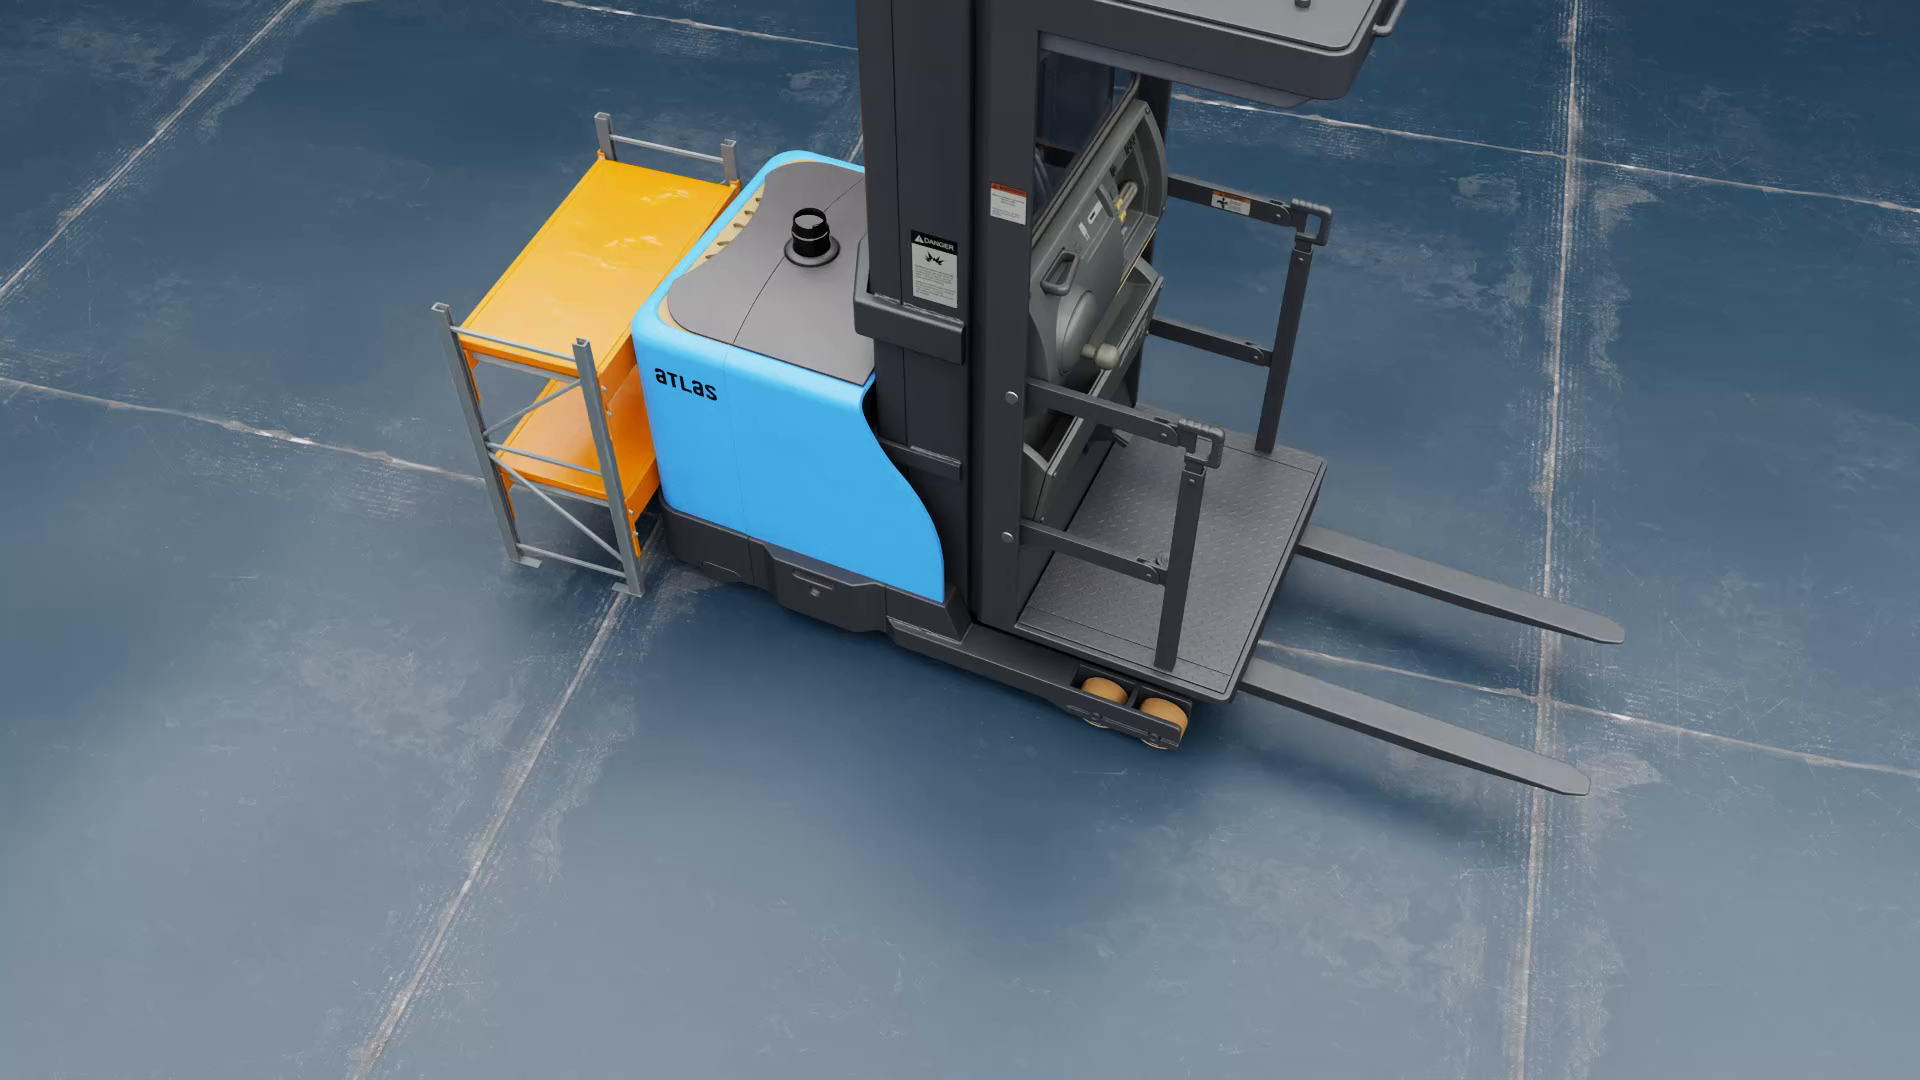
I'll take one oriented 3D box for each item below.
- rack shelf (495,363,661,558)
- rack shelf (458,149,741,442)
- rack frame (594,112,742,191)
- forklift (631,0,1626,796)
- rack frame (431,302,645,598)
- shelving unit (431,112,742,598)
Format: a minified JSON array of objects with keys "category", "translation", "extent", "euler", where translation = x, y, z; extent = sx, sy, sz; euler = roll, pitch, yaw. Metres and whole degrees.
[{"category":"rack shelf","translation":[-1.132,-0.449,5.722],"extent":[0.538,0.278,1.000],"euler":[15,50,13]},{"category":"rack shelf","translation":[-1.132,-0.804,5.319],"extent":[0.538,0.278,1.000],"euler":[15,50,13]},{"category":"rack frame","translation":[-0.965,-0.970,5.856],"extent":[0.500,1.125,0.032],"euler":[15,50,13]},{"category":"forklift","translation":[0.568,-0.778,4.482],"extent":[3.031,2.935,1.130],"euler":[19,51,16]},{"category":"rack frame","translation":[-1.300,-0.251,5.221],"extent":[0.500,1.125,0.032],"euler":[15,50,13]},{"category":"shelving unit","translation":[-1.132,-0.611,5.539],"extent":[0.538,1.125,1.048],"euler":[15,50,13]}]
